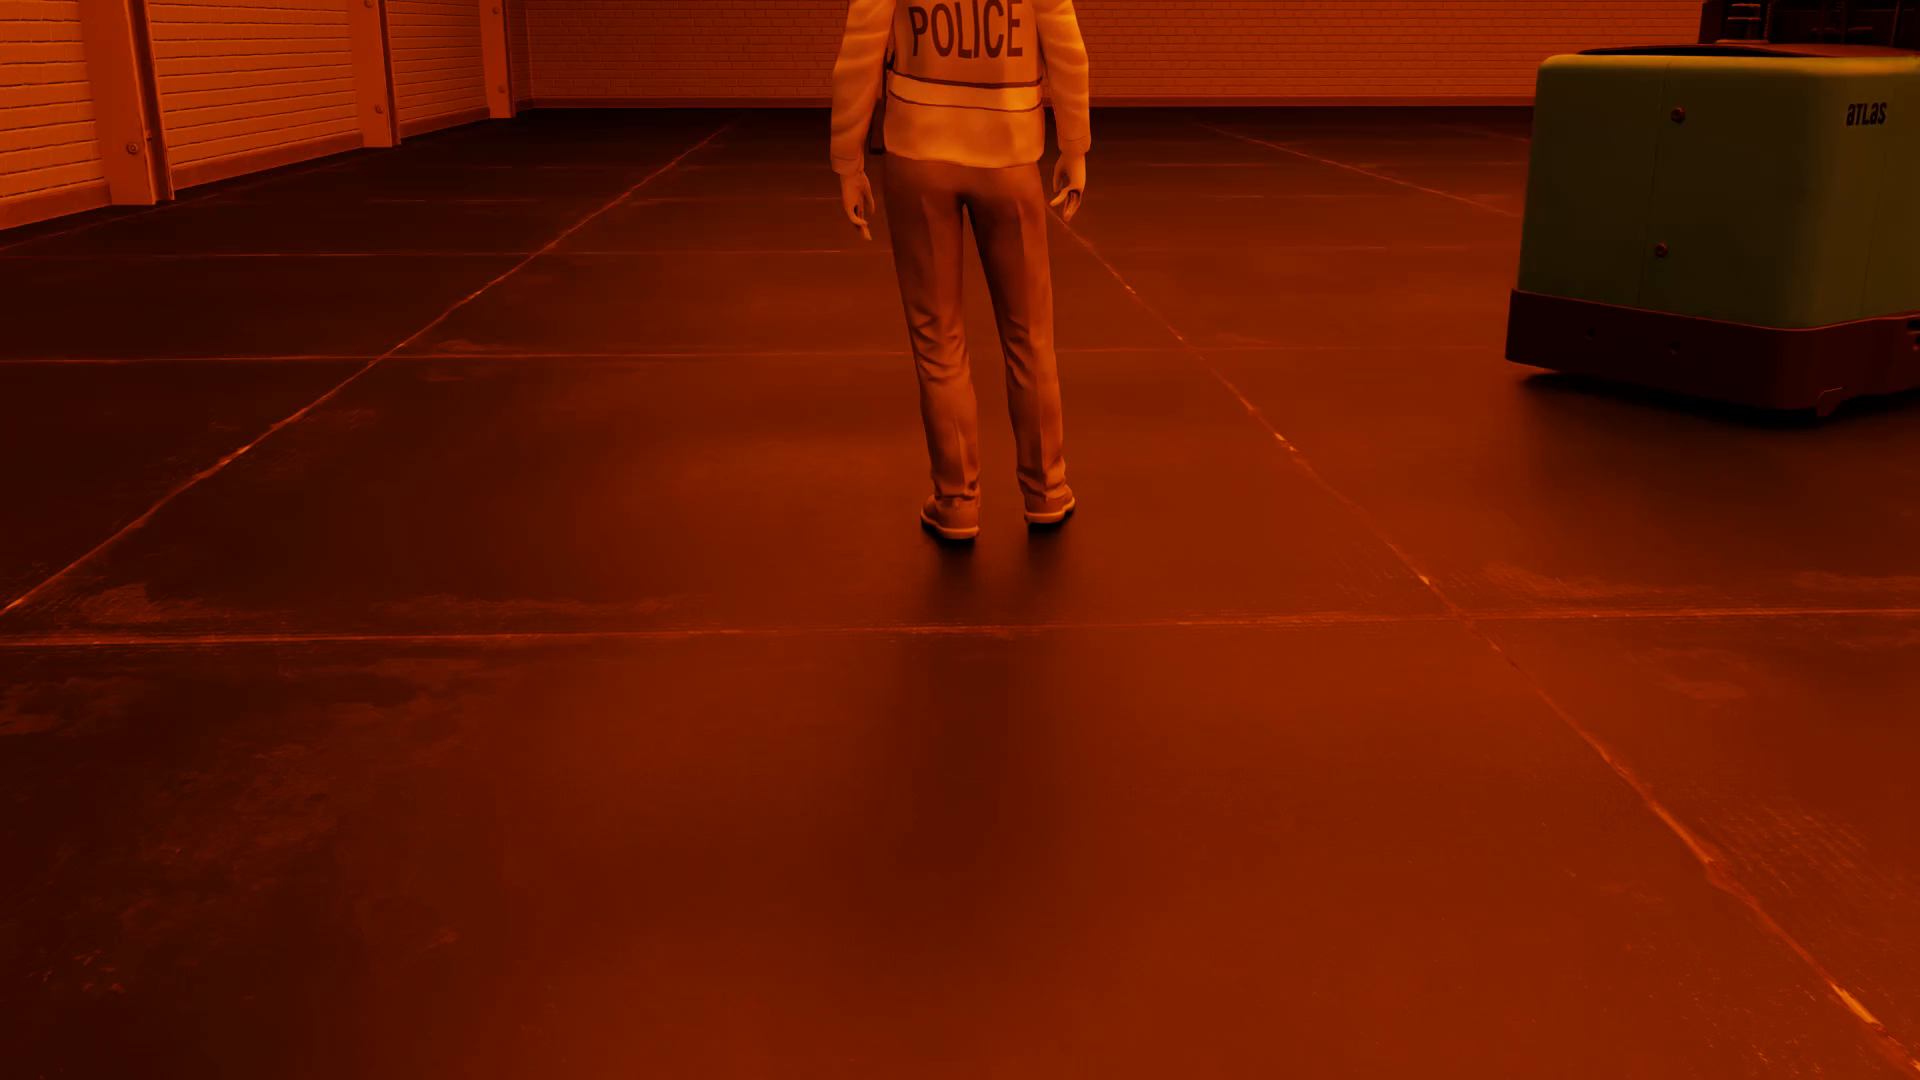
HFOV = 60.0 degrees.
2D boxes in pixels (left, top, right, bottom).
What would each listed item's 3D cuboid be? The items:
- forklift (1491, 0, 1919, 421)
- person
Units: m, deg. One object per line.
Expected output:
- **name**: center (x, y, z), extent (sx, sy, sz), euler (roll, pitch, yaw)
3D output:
- **forklift**: center (3.310, -2.072, 5.679), extent (3.031, 2.935, 1.130), euler (-11, 20, -33)
- **person**: center (0.004, -0.837, 3.734), extent (0.587, 1.694, 0.530), euler (-1, 17, -3)
